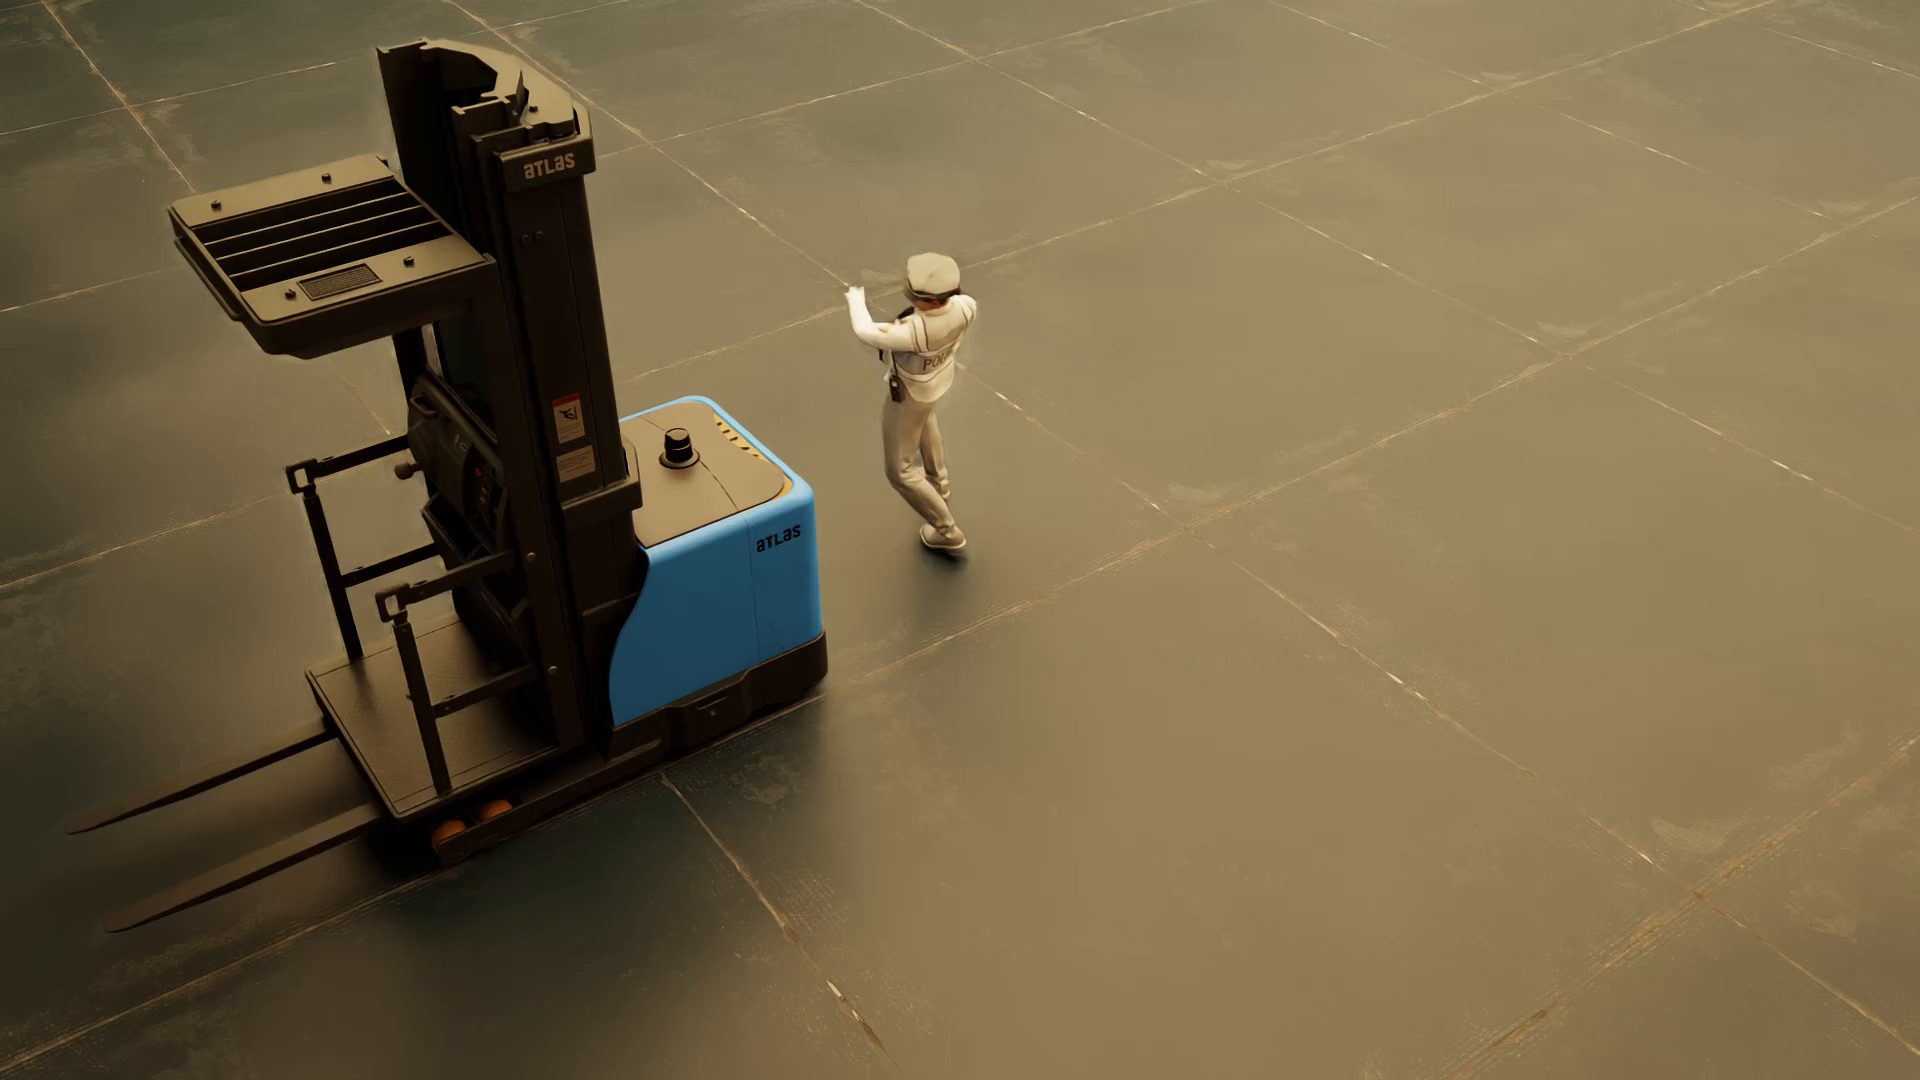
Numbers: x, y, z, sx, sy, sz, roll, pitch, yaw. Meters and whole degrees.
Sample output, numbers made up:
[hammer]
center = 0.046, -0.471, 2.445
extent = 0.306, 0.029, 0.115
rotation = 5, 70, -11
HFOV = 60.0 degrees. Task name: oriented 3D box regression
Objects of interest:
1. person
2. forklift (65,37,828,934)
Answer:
[person]
center = -0.188, -0.813, 8.203
extent = 0.833, 1.527, 0.784
rotation = 18, 40, 22
[forklift]
center = -2.089, -0.247, 6.278
extent = 3.031, 2.935, 1.130
rotation = -23, 42, -28
